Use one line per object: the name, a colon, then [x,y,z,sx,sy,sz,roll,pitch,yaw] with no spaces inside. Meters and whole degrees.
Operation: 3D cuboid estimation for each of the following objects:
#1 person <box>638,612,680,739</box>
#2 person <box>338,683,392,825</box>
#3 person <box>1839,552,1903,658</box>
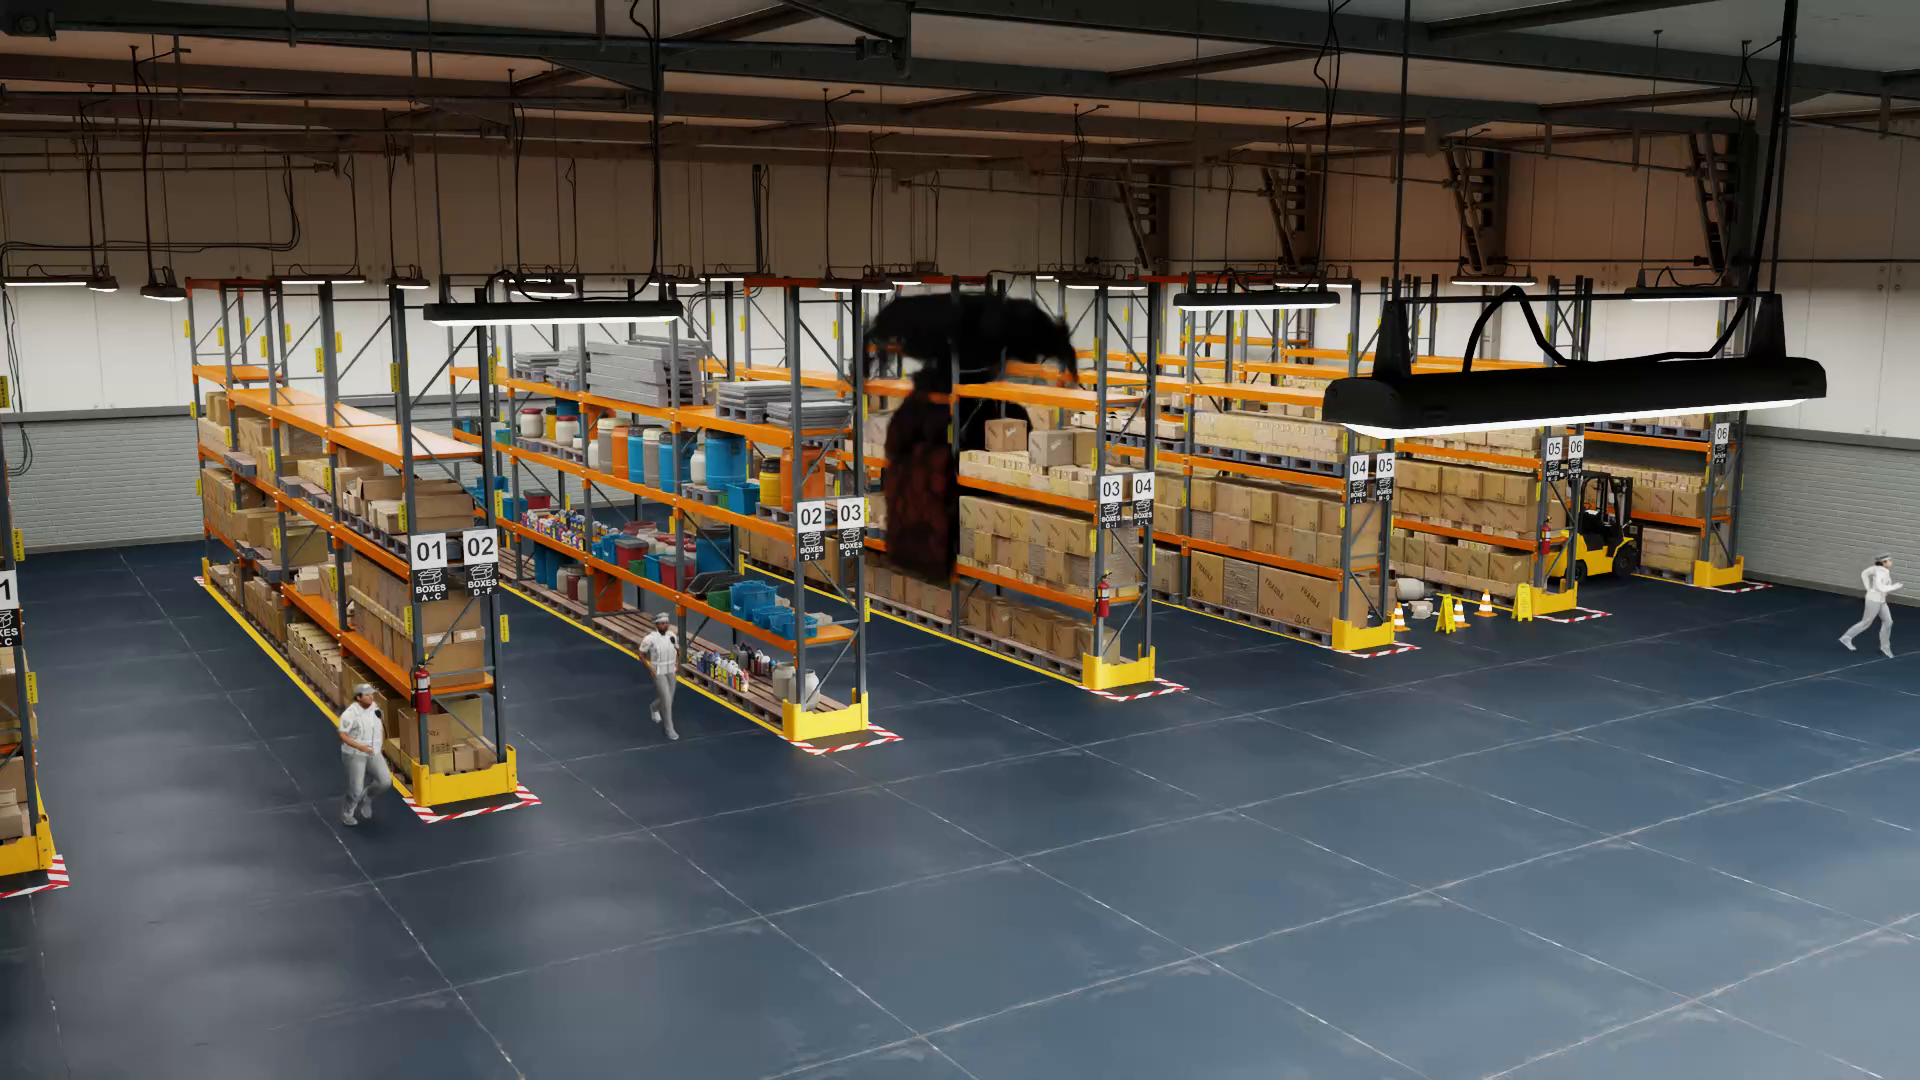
person: [-4.025,1.790,22.394,0.582,1.699,0.763,-8,12,-40]
person: [-6.714,2.405,18.827,0.573,1.608,0.655,6,12,34]
person: [14.720,1.040,26.850,0.834,1.764,0.597,6,12,34]
